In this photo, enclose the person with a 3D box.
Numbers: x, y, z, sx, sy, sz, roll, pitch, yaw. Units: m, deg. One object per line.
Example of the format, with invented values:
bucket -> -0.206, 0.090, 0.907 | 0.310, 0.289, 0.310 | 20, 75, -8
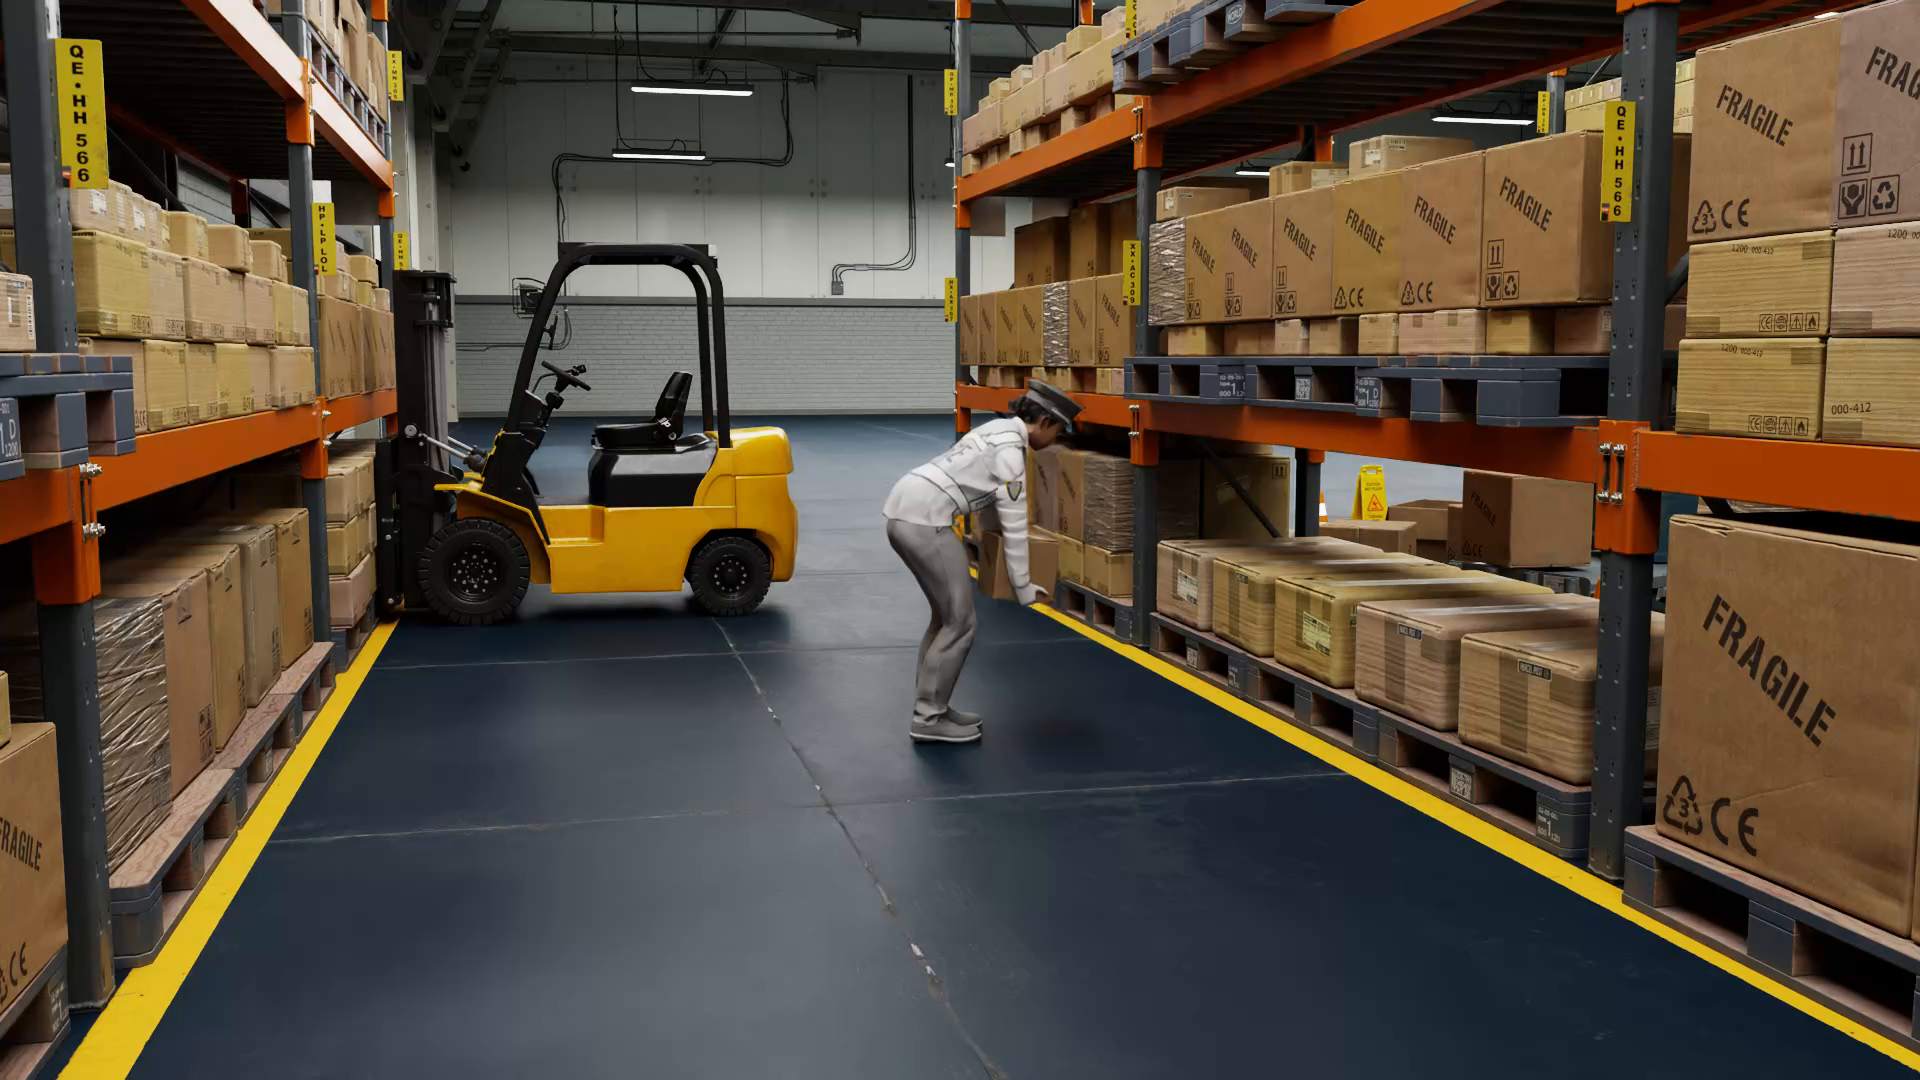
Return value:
person -> 0.102, 0.071, 6.656 | 0.807, 1.427, 0.407 | -2, 6, -15
